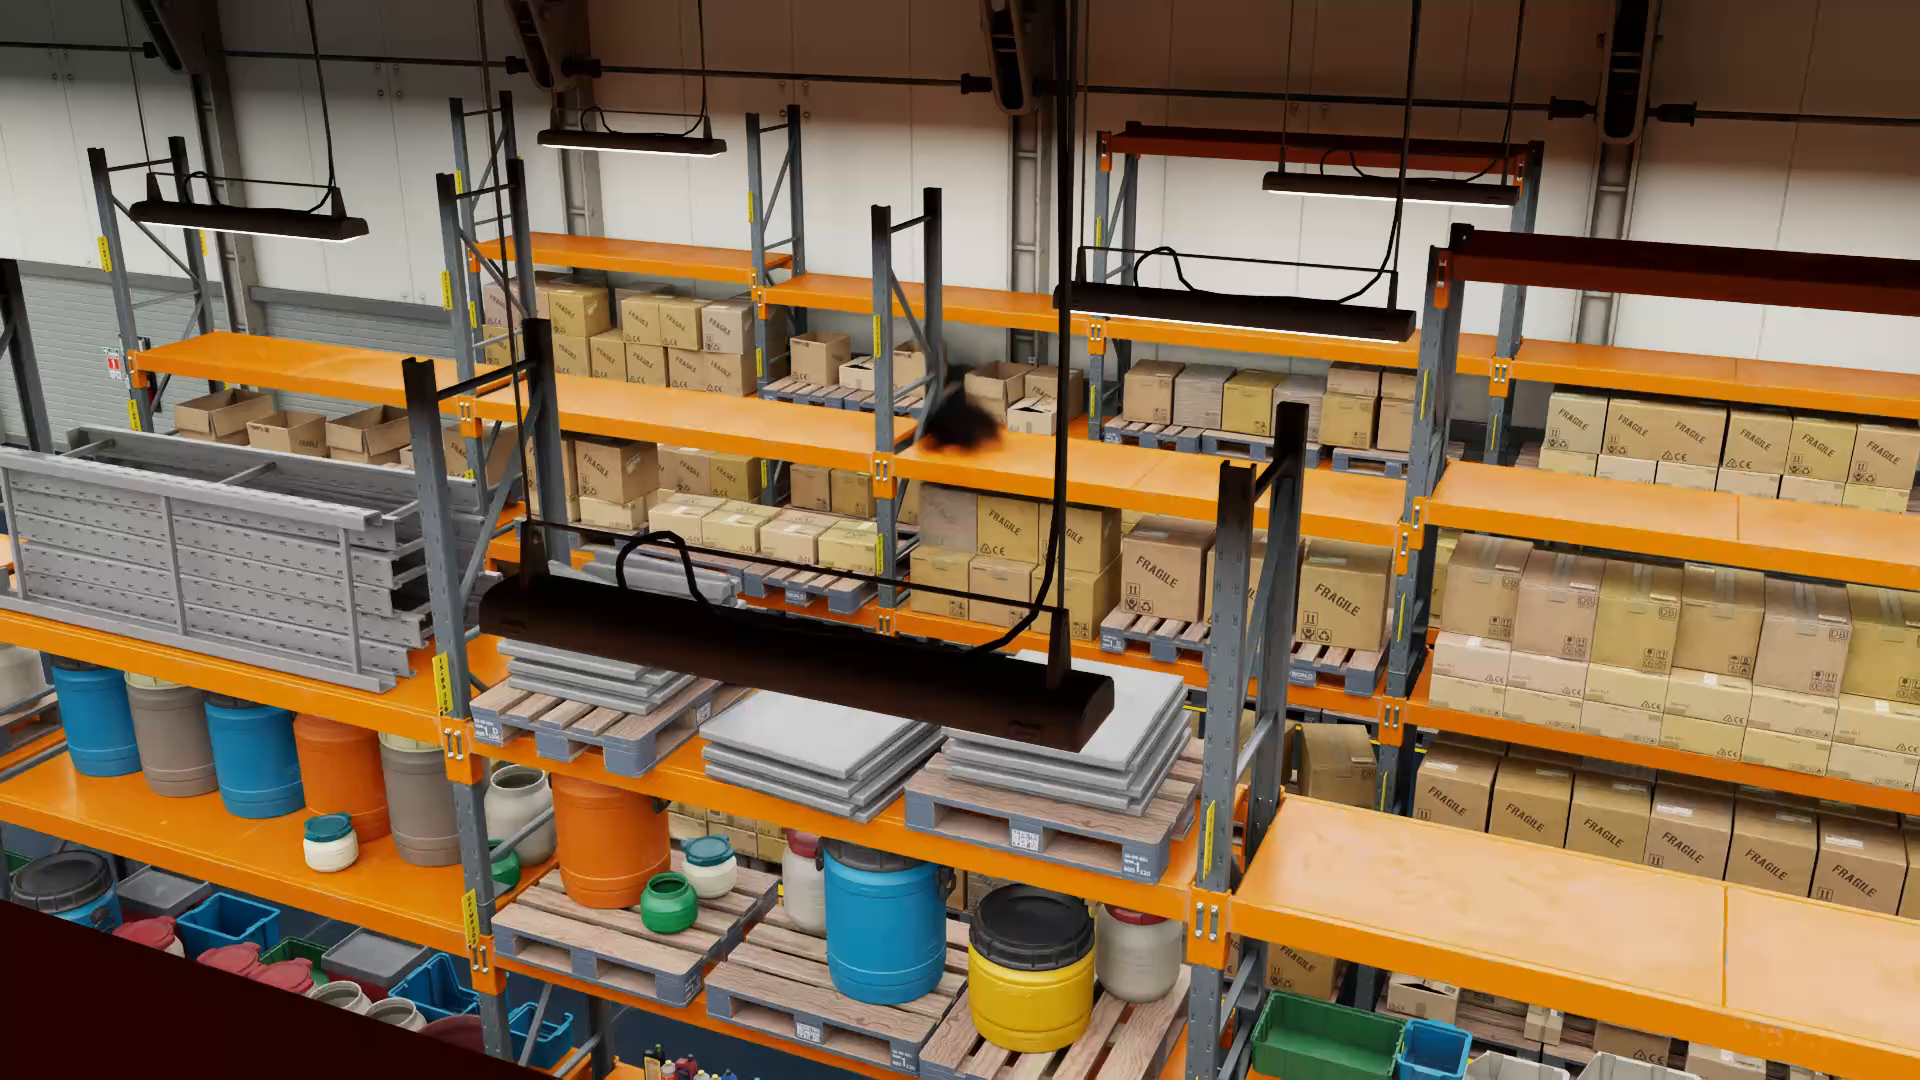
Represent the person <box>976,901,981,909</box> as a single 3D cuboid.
[{"bbox_3d":[0.451,3.240,11.661,0.690,1.697,0.691,3,21,9],"label":"person"}]
